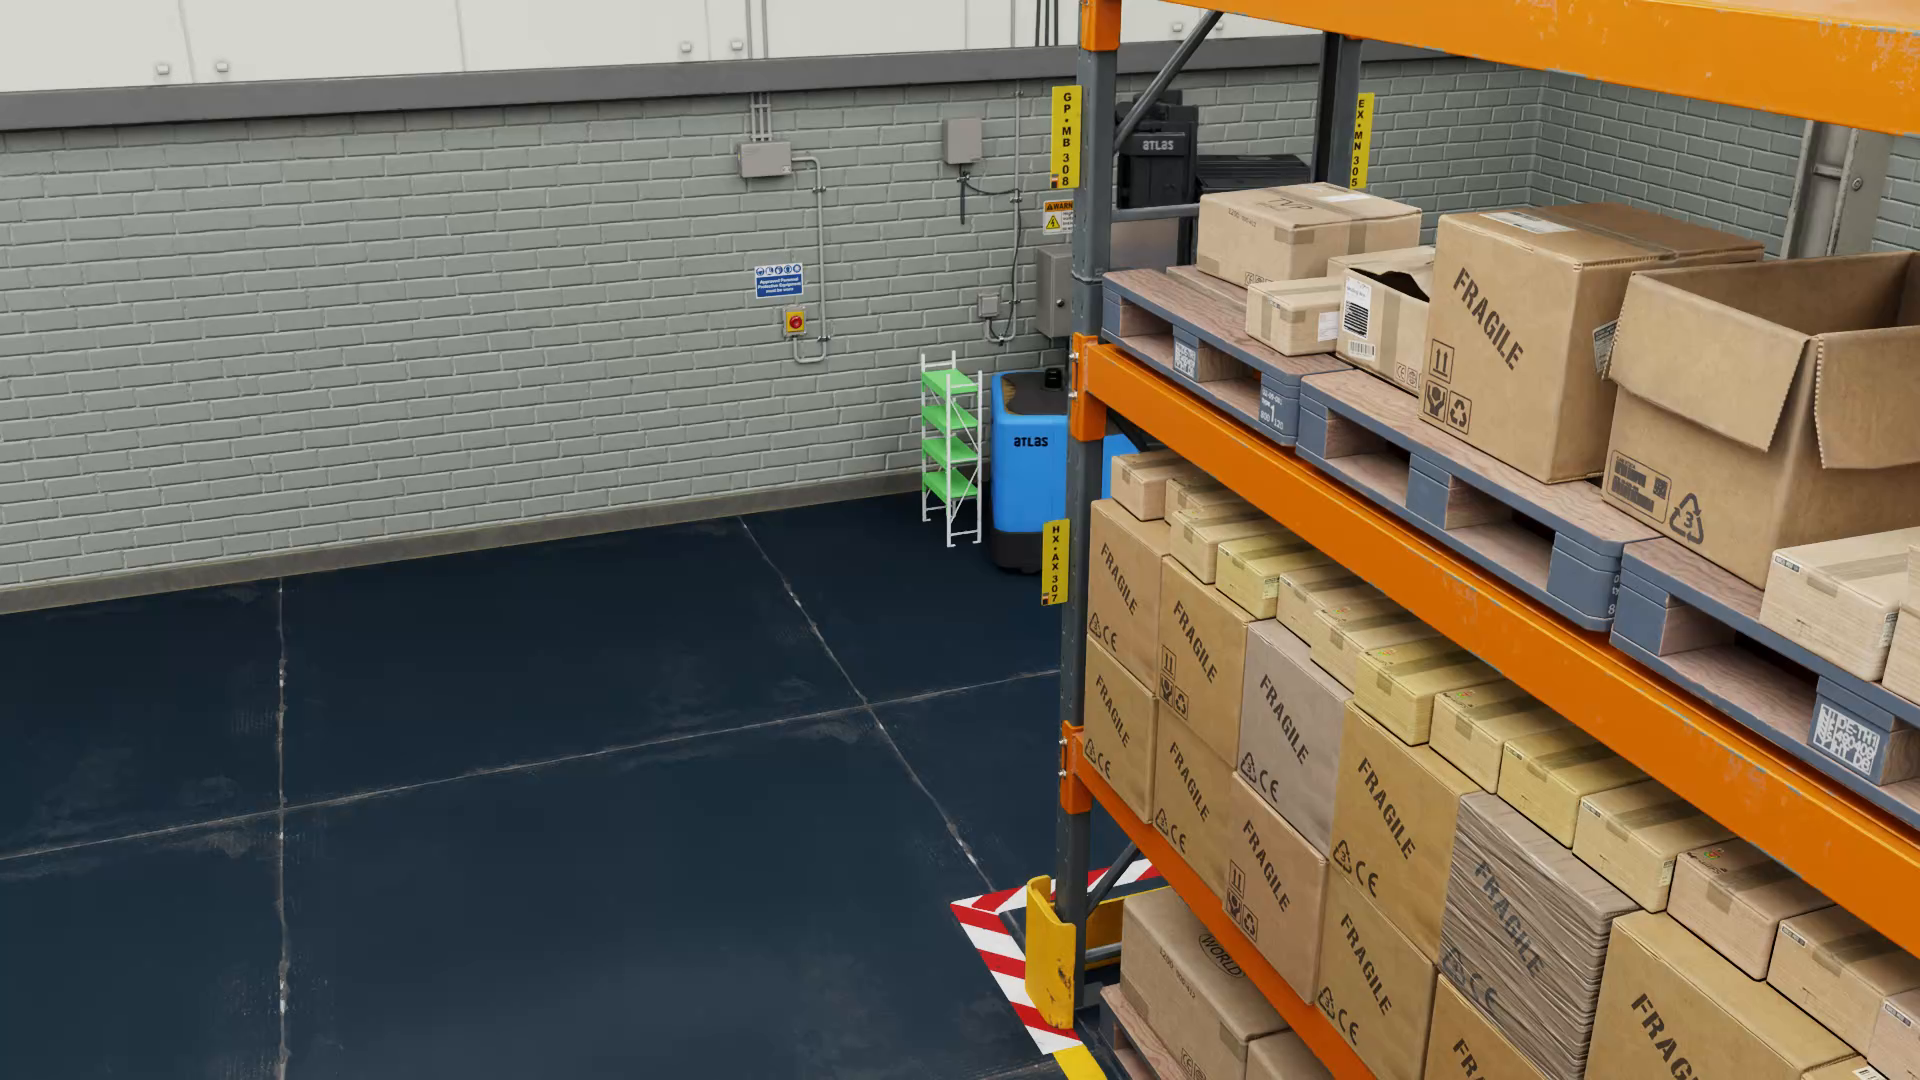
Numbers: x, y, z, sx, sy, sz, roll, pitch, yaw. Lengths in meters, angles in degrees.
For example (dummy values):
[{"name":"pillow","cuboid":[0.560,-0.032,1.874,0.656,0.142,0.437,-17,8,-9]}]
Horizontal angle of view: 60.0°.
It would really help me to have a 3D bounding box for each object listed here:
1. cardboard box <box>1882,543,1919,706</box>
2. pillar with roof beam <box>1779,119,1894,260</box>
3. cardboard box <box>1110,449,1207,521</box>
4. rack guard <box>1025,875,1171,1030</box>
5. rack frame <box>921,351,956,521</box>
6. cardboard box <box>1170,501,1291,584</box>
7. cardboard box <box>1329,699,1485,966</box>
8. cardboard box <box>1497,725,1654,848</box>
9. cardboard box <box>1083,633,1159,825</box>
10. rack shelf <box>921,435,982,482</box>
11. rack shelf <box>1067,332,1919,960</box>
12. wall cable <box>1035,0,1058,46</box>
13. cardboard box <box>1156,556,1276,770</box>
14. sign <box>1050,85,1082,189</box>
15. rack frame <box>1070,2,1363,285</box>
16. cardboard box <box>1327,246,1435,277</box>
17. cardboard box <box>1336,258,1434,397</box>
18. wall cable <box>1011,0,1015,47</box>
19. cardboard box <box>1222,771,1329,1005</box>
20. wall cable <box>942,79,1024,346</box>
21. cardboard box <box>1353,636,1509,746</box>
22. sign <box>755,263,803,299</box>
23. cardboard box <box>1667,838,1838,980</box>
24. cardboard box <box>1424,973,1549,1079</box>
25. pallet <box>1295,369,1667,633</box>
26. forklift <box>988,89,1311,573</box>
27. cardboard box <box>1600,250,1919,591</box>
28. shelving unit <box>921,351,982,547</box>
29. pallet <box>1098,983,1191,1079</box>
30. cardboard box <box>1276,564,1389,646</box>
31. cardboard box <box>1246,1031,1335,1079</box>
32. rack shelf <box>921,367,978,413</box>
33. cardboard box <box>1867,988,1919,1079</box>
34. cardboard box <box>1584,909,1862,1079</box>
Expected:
[{"name":"cardboard box","cuboid":[1.753,0.147,2.680,0.396,0.266,0.258,-8,24,-17]},{"name":"pillar with roof beam","cuboid":[1.371,-3.517,8.009,9.100,9.000,0.400,-8,24,-19]},{"name":"cardboard box","cuboid":[0.732,-0.197,5.603,0.380,0.149,0.250,-8,24,-18]},{"name":"rack guard","cuboid":[0.857,1.585,6.845,1.175,0.500,0.348,-8,24,-19]},{"name":"rack frame","cuboid":[-0.145,-0.702,11.370,0.240,1.200,0.015,-8,24,-19]},{"name":"cardboard box","cuboid":[0.875,-0.001,5.139,0.380,0.149,0.250,-8,24,-17]},{"name":"cardboard box","cuboid":[1.323,0.703,4.305,0.500,0.500,0.500,-8,24,-19]},{"name":"cardboard box","cuboid":[1.479,0.548,3.836,0.380,0.149,0.250,-9,24,-20]},{"name":"cardboard box","cuboid":[0.766,0.610,5.812,0.500,0.500,0.500,-9,24,-19]},{"name":"rack shelf","cuboid":[-0.059,-0.554,11.184,0.258,0.148,0.480,-8,24,-19]},{"name":"rack shelf","cuboid":[1.572,0.118,4.172,1.077,0.370,4.000,-8,24,-19]},{"name":"wall cable","cuboid":[1.916,-4.839,11.095,2.988,3.039,0.133,-8,24,-19]},{"name":"cardboard box","cuboid":[0.957,0.336,5.176,0.500,0.500,0.500,-9,24,-20]},{"name":"sign","cuboid":[0.344,-1.305,5.396,0.100,0.325,0.005,-8,24,-19]},{"name":"rack frame","cuboid":[0.865,-2.322,5.174,1.000,3.000,0.127,-8,24,-19]},{"name":"cardboard box","cuboid":[1.331,-0.771,5.010,0.380,0.149,0.250,-10,25,-23]},{"name":"cardboard box","cuboid":[1.347,-0.588,4.366,0.500,0.311,0.500,-8,24,-18]},{"name":"wall cable","cuboid":[-0.703,-4.453,10.228,2.355,3.000,0.029,-8,24,-19]},{"name":"cardboard box","cuboid":[1.134,0.977,4.941,0.500,0.500,0.500,-8,24,-19]},{"name":"wall cable","cuboid":[0.174,-2.270,11.467,0.588,1.984,0.122,-8,24,-19]},{"name":"cardboard box","cuboid":[1.240,0.373,4.253,0.380,0.149,0.250,-9,24,-20]},{"name":"sign","cuboid":[-1.216,-1.744,11.177,0.327,0.218,0.001,-8,24,-19]},{"name":"cardboard box","cuboid":[1.695,0.729,3.406,0.380,0.149,0.250,-9,24,-19]},{"name":"cardboard box","cuboid":[1.497,1.349,4.058,0.500,0.500,0.500,-9,24,-20]},{"name":"pallet","cuboid":[1.572,-0.187,4.084,1.003,0.211,1.213,-8,24,-19]},{"name":"forklift","cuboid":[1.716,-1.320,10.609,3.031,2.935,1.130,0,23,-1]},{"name":"cardboard box","cuboid":[1.772,-0.259,3.339,0.797,0.503,0.637,-6,24,-15]},{"name":"shelving unit","cuboid":[-0.059,-0.613,11.160,0.258,1.200,0.503,-8,24,-19]},{"name":"pallet","cuboid":[1.221,2.007,6.217,1.003,0.211,1.213,-8,24,-19]},{"name":"cardboard box","cuboid":[1.127,0.180,4.709,0.380,0.149,0.250,-8,24,-18]},{"name":"cardboard box","cuboid":[1.523,1.987,5.432,0.875,0.438,0.875,-8,24,-18]},{"name":"rack shelf","cuboid":[-0.059,-0.996,10.998,0.258,0.148,0.480,-8,24,-19]},{"name":"cardboard box","cuboid":[1.880,0.911,2.976,0.380,0.149,0.250,-8,24,-18]},{"name":"cardboard box","cuboid":[1.681,1.070,3.434,0.500,0.500,0.500,-9,24,-20]}]
